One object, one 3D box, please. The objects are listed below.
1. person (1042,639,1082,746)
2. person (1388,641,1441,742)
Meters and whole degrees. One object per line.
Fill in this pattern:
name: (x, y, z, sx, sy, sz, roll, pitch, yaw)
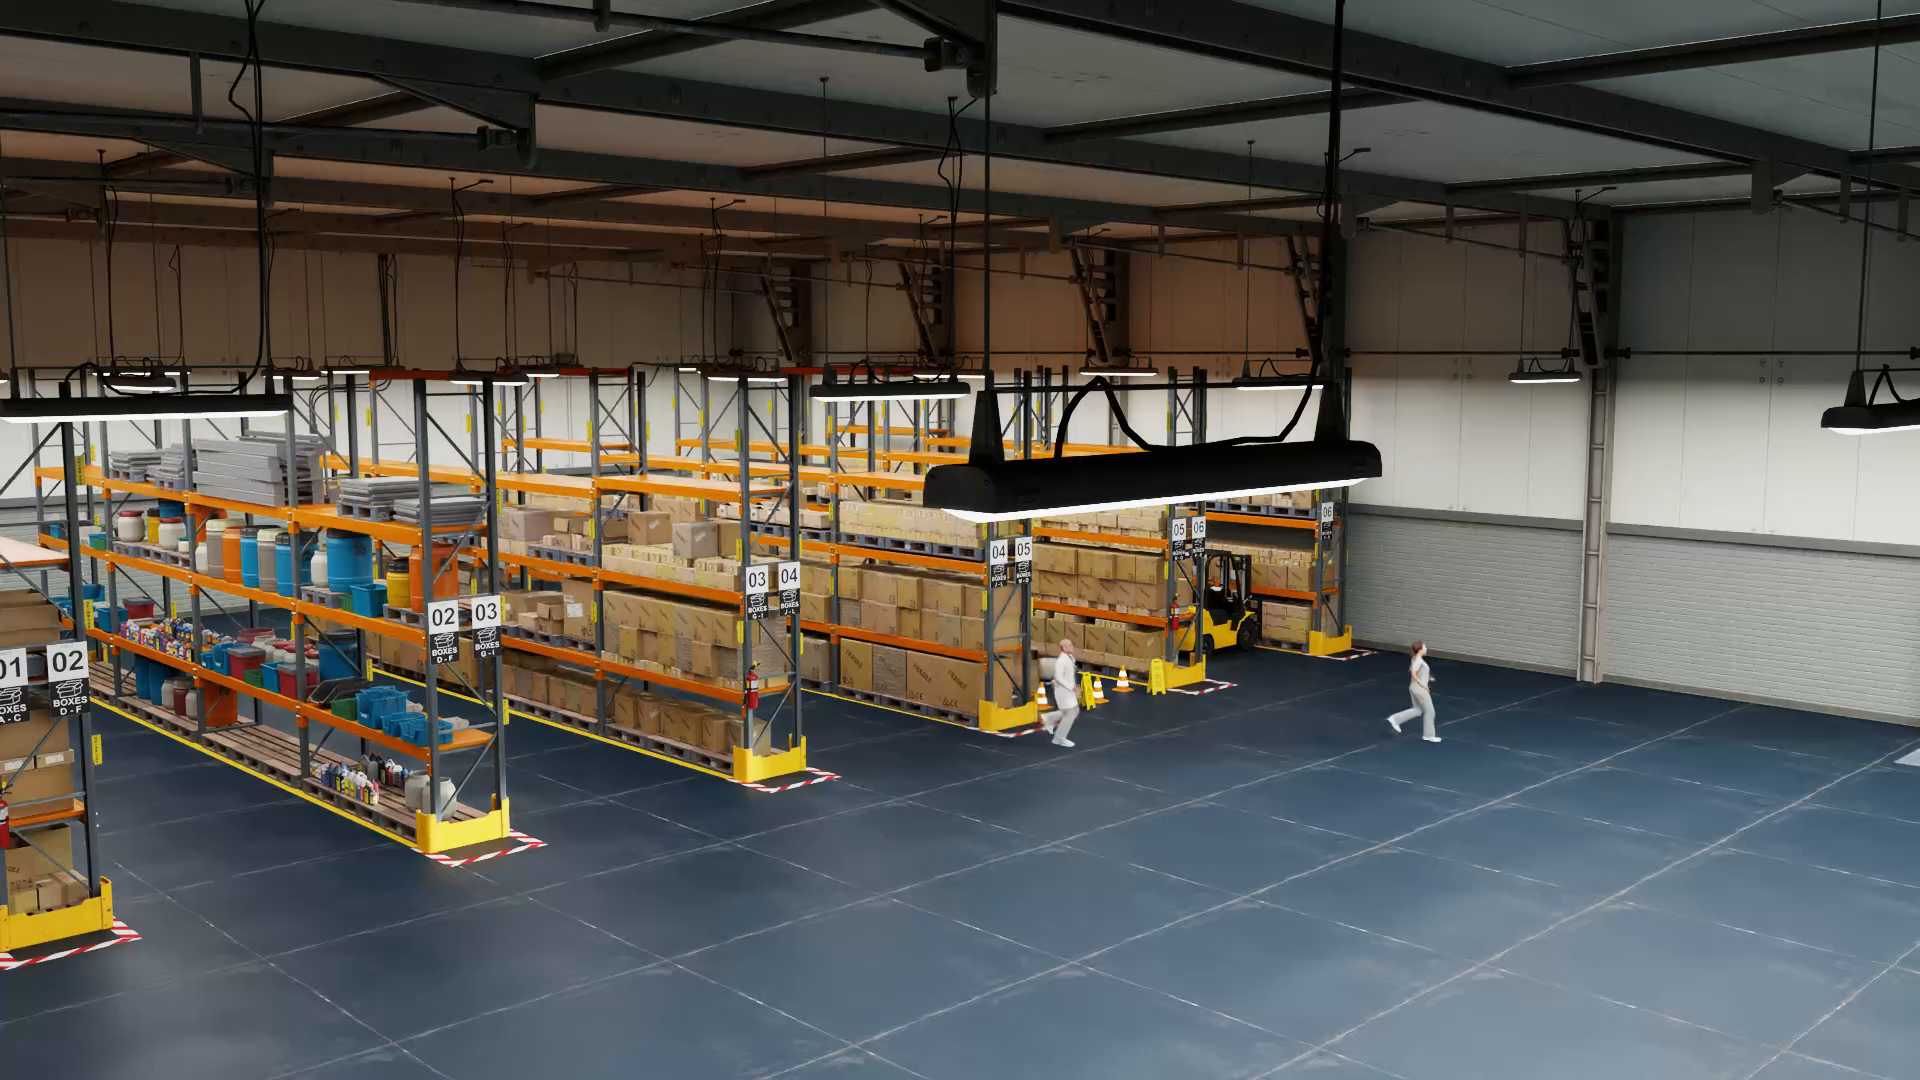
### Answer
person: (1.689, 2.453, 26.832, 0.638, 1.750, 0.732, 2, 7, 16)
person: (7.430, 2.466, 27.083, 0.867, 1.667, 0.567, 0, 6, 1)
